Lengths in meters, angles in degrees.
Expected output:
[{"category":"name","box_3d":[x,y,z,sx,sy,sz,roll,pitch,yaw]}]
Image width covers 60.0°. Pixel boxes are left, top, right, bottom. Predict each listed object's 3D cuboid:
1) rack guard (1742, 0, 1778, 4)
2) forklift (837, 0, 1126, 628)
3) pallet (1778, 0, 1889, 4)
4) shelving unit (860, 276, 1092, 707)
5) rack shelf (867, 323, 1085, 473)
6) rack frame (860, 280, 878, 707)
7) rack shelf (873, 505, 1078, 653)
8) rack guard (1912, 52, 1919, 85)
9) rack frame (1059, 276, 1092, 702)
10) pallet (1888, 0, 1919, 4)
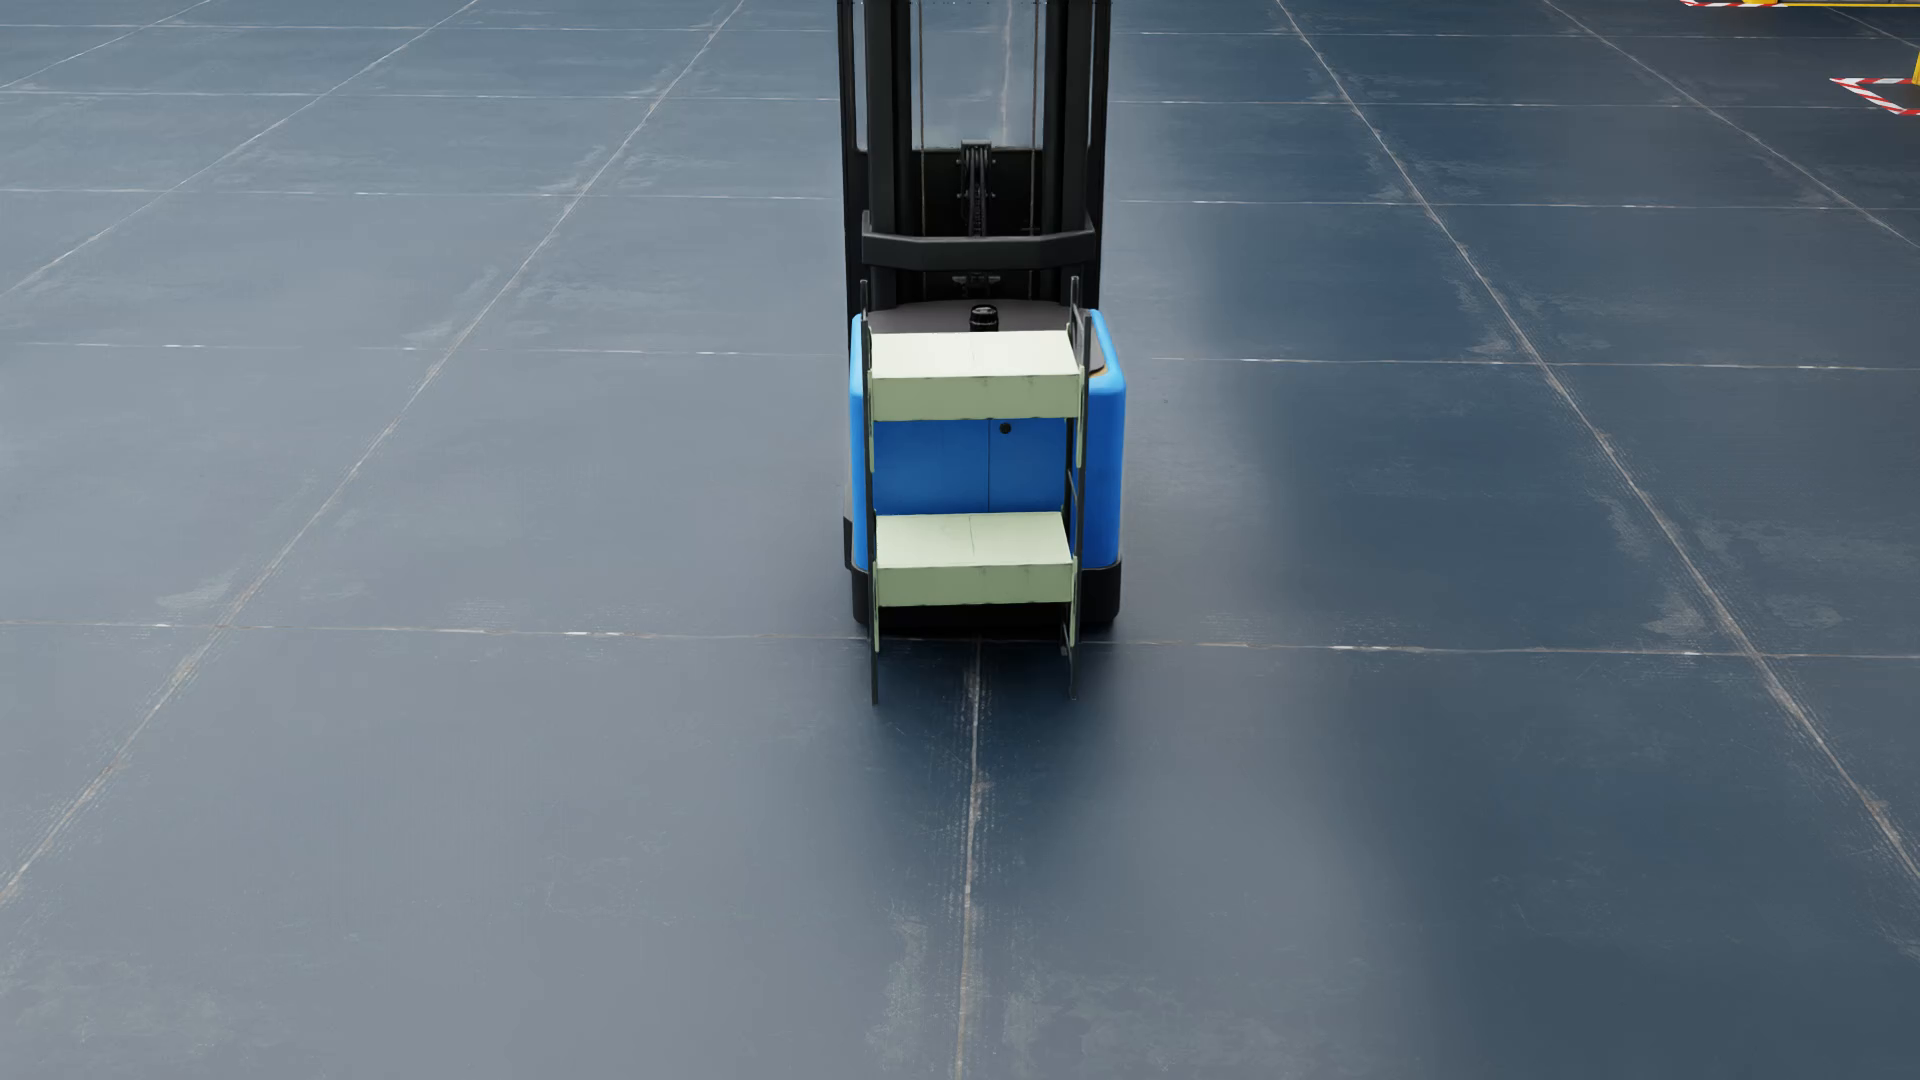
[{"category":"rack guard","box_3d":[8.958,-6.458,18.898,0.348,0.500,1.175,1,28,2]},{"category":"forklift","box_3d":[0.044,-1.607,7.152,1.130,2.935,3.031,-1,28,-2]},{"category":"pallet","box_3d":[9.770,-6.314,18.936,1.213,0.211,1.003,1,28,2]},{"category":"shelving unit","box_3d":[0.043,-0.152,5.935,0.755,1.500,0.431,-1,28,-3]},{"category":"rack shelf","box_3d":[0.043,-0.497,5.752,0.720,0.370,0.431,-1,28,-3]},{"category":"rack frame","box_3d":[-0.322,-0.143,5.918,0.023,1.500,0.400,-1,28,-3]},{"category":"rack shelf","box_3d":[0.043,0.136,6.088,0.720,0.370,0.431,-1,28,-3]},{"category":"rack guard","box_3d":[8.782,-4.117,14.483,0.348,0.500,1.175,1,28,2]},{"category":"rack frame","box_3d":[0.409,-0.161,5.952,0.023,1.500,0.400,-1,28,-3]},{"category":"pallet","box_3d":[10.986,-6.293,18.895,1.213,0.211,1.003,1,28,2]}]
